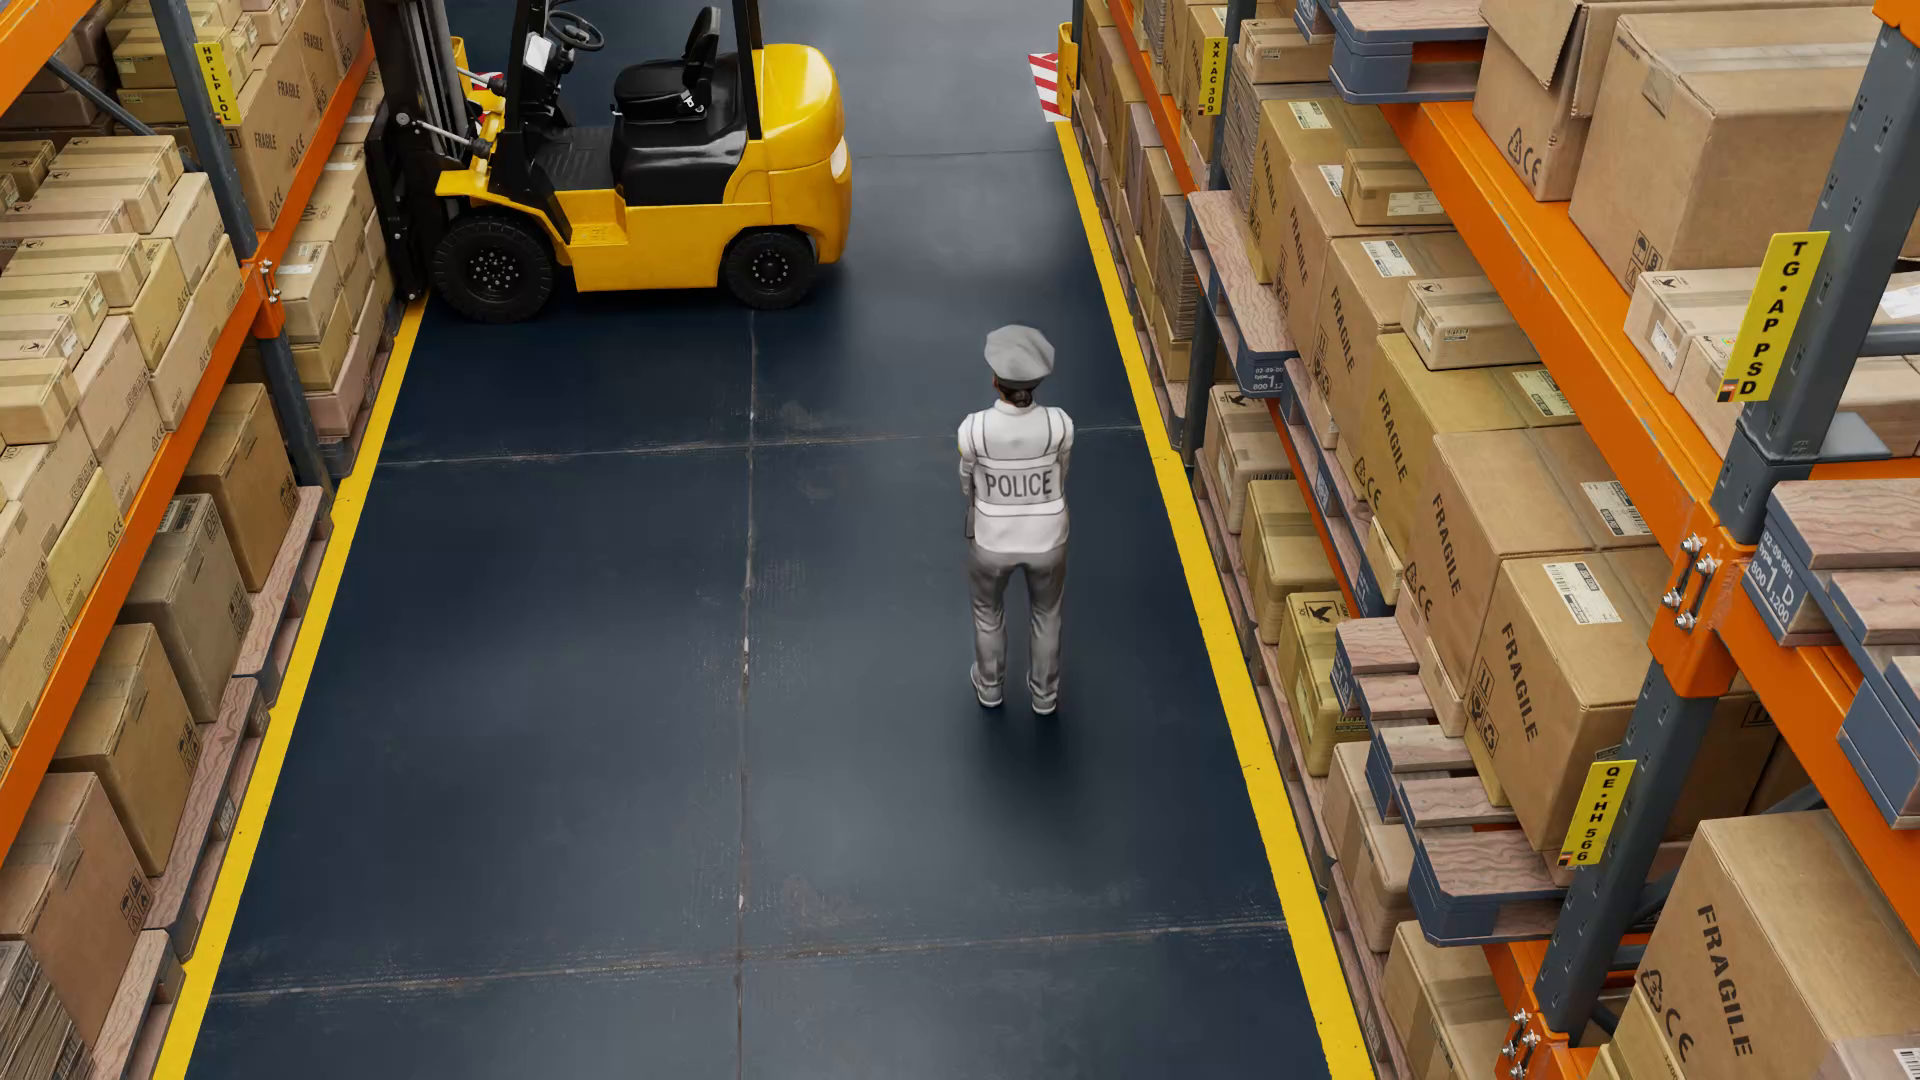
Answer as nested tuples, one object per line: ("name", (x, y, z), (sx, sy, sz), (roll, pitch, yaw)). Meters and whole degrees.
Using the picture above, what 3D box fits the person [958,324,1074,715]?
("person", (0.196, -0.062, 6.229), (0.416, 1.674, 0.535), (-3, 39, -3))
